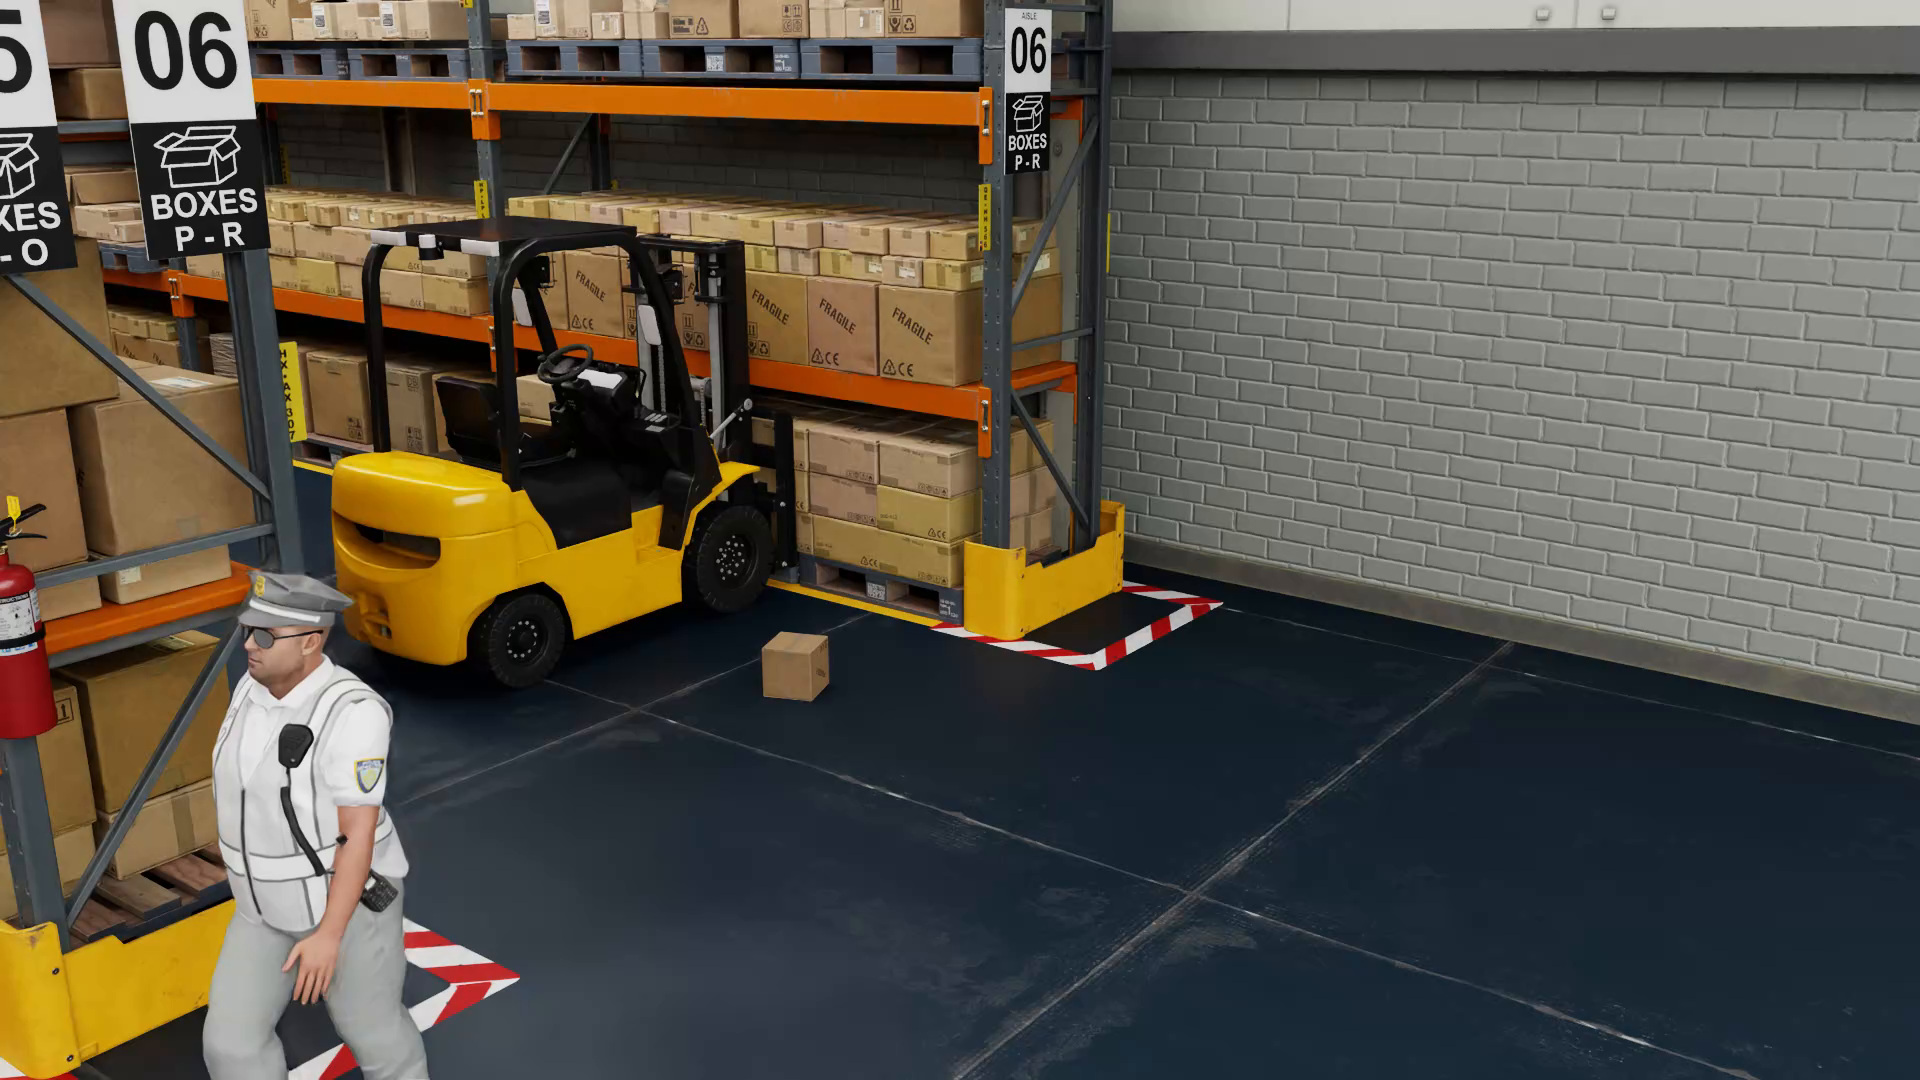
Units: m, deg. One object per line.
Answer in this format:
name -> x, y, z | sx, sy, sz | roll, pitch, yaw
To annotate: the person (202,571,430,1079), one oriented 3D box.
person -> -1.692, 0.973, 4.295 | 0.527, 1.863, 0.625 | 7, 18, 24
